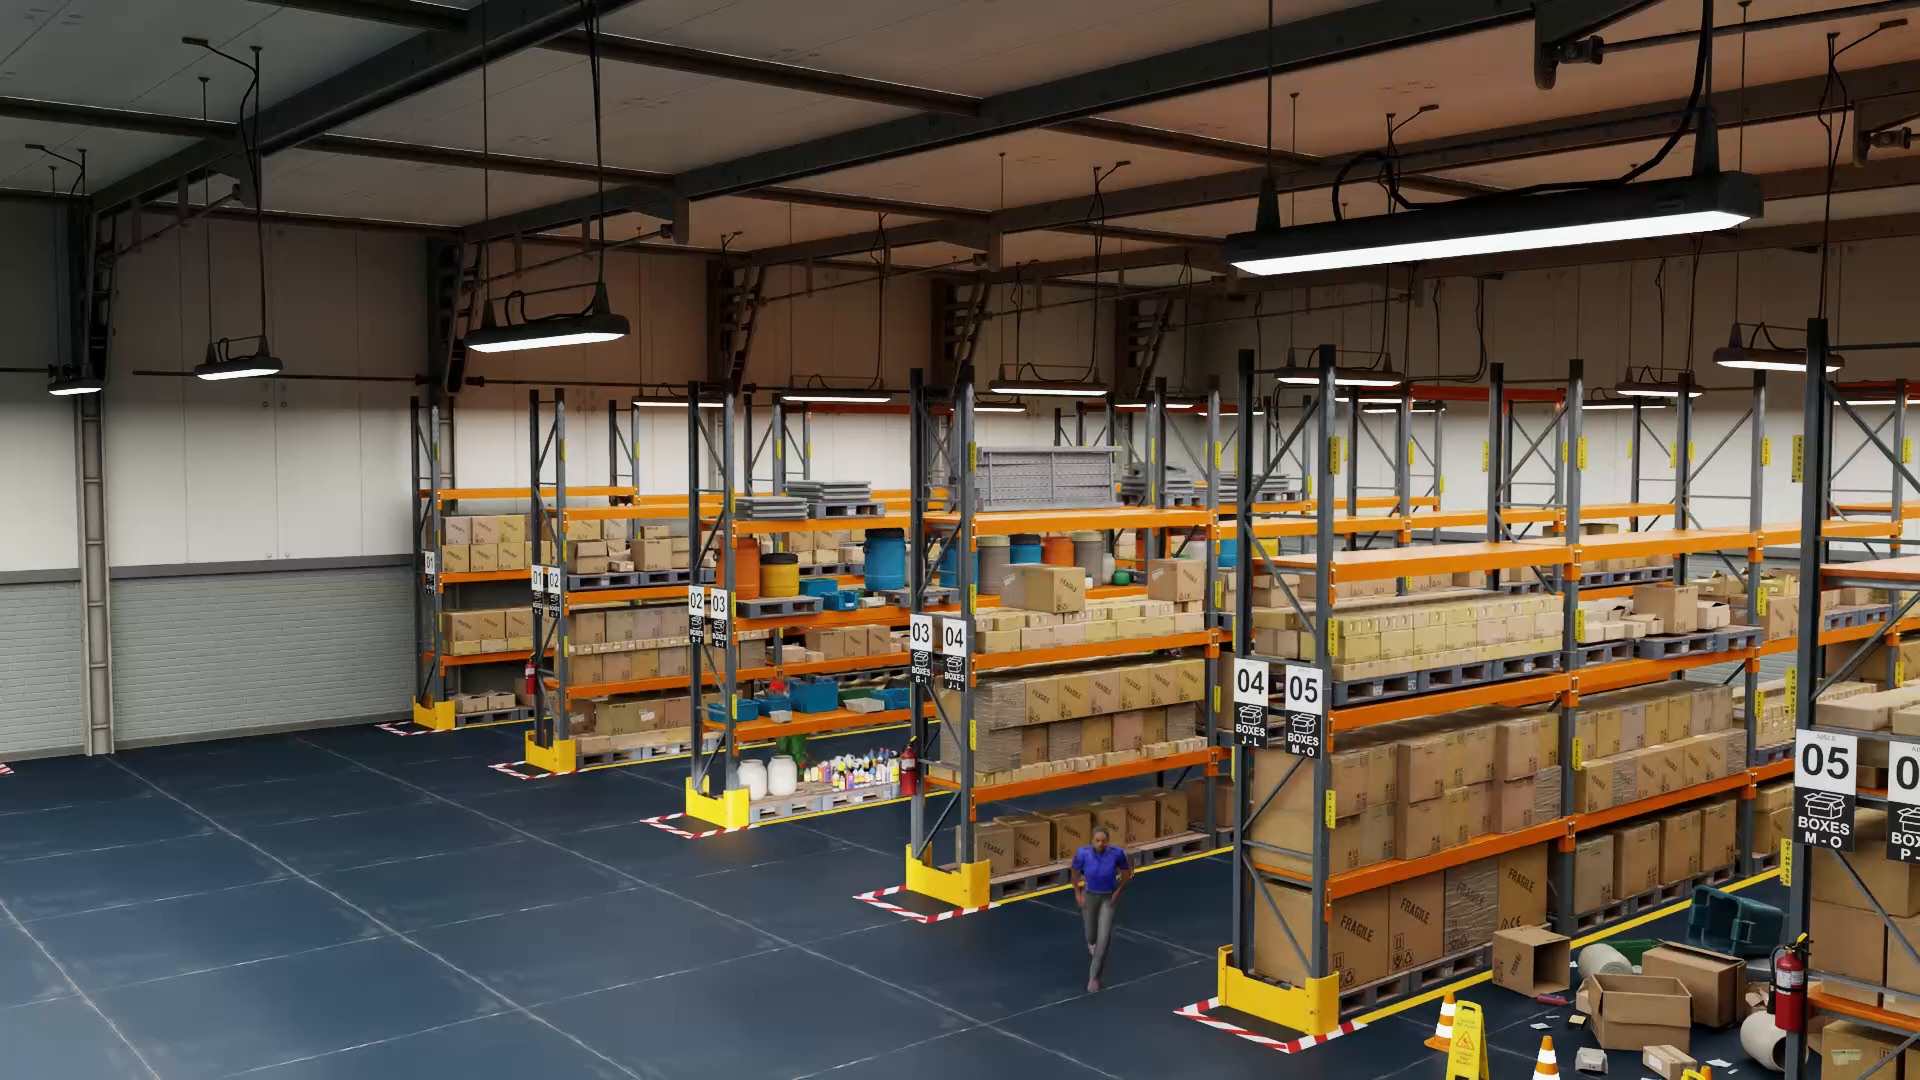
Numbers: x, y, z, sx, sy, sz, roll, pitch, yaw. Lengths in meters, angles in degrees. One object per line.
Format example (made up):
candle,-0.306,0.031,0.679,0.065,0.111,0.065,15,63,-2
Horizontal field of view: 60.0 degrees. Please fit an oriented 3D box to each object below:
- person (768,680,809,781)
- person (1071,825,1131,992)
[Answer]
person,-2.623,2.885,25.248,0.693,1.586,0.833,3,4,37
person,1.341,3.459,15.926,0.575,1.609,0.844,0,3,0
